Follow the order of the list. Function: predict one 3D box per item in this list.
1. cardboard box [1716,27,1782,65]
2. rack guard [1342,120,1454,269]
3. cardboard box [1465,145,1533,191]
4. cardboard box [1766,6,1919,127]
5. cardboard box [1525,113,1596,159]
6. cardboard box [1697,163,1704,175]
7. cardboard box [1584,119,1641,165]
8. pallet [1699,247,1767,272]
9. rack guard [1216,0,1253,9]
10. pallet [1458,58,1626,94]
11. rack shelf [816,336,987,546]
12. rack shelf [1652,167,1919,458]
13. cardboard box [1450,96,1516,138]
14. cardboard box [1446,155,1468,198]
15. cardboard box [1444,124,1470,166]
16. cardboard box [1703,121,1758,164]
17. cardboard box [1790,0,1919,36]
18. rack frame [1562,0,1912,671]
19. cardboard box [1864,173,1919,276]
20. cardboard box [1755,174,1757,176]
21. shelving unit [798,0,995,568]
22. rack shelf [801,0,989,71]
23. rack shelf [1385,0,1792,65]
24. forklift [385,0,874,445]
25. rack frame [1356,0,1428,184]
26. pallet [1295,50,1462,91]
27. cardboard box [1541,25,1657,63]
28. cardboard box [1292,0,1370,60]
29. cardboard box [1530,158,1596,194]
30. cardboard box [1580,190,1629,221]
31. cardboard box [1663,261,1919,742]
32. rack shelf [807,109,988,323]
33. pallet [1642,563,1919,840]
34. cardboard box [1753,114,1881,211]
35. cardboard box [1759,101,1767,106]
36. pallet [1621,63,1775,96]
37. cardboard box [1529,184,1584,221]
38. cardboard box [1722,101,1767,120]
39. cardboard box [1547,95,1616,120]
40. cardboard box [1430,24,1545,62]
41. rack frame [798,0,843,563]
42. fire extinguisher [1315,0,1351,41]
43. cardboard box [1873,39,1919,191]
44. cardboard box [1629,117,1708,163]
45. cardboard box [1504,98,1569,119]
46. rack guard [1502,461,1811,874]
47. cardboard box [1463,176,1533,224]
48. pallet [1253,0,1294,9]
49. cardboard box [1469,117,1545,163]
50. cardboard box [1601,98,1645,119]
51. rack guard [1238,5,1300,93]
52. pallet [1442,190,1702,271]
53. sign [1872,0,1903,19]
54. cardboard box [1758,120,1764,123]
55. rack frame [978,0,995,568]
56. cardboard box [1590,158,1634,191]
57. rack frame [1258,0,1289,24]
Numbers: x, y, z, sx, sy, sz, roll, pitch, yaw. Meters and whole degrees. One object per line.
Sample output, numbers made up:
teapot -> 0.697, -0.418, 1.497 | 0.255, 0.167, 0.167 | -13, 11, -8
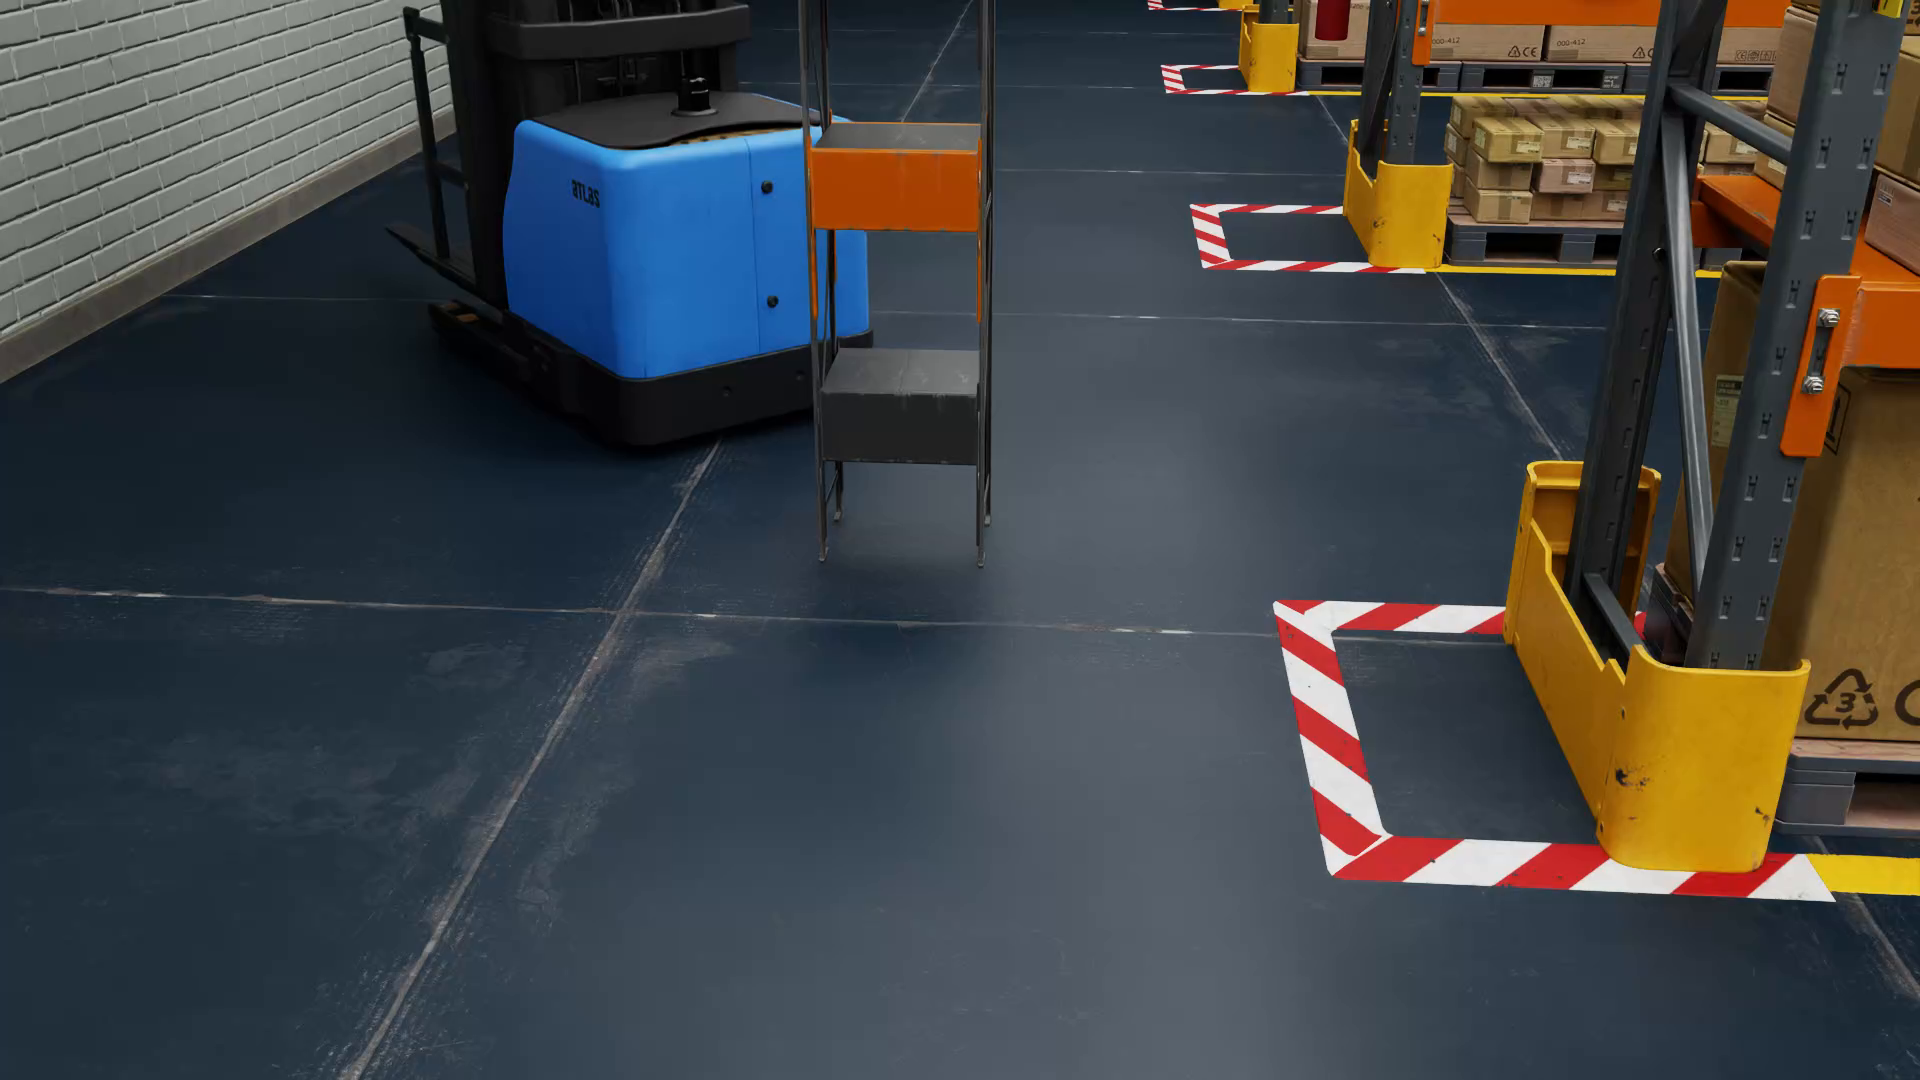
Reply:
cardboard box -> 5.809, -3.969, 12.851 | 0.875, 0.438, 0.875 | 1, 25, 3
rack guard -> 2.236, -1.801, 8.567 | 0.348, 0.500, 1.175 | 2, 25, 4
cardboard box -> 2.663, -1.847, 8.227 | 0.250, 0.149, 0.380 | 3, 25, 6
cardboard box -> 2.184, -1.038, 3.740 | 0.500, 0.250, 0.500 | 1, 25, 3
cardboard box -> 2.941, -1.988, 8.179 | 0.250, 0.149, 0.380 | 2, 25, 5
cardboard box -> 3.431, -1.790, 8.104 | 0.250, 0.149, 0.380 | 3, 25, 6
cardboard box -> 3.183, -1.927, 8.046 | 0.250, 0.149, 0.380 | 2, 25, 4
pallet -> 4.257, -1.589, 8.452 | 1.213, 0.211, 1.003 | 2, 25, 4
rack guard -> 2.891, -5.937, 17.554 | 0.348, 0.500, 1.175 | 2, 25, 4
pallet -> 4.455, -3.706, 13.051 | 1.213, 0.211, 1.003 | 2, 25, 4
rack shelf -> -0.165, -0.311, 5.121 | 0.480, 0.518, 0.431 | 2, 25, 4
rack shelf -> 3.674, -0.485, 3.575 | 4.000, 0.370, 1.077 | 2, 25, 4
cardboard box -> 2.708, -2.194, 8.626 | 0.250, 0.149, 0.380 | 2, 25, 5
cardboard box -> 2.702, -1.905, 8.710 | 0.250, 0.149, 0.380 | 2, 25, 5
cardboard box -> 2.709, -2.072, 8.718 | 0.250, 0.149, 0.380 | 1, 25, 3
cardboard box -> 3.712, -1.941, 8.076 | 0.250, 0.149, 0.380 | 3, 25, 6
cardboard box -> 2.186, -1.377, 3.581 | 0.500, 0.500, 0.500 | 2, 25, 5
rack frame -> 1.680, -0.875, 3.564 | 0.127, 3.000, 1.000 | 2, 25, 4
cardboard box -> 2.009, -0.612, 3.293 | 0.250, 0.149, 0.380 | 2, 25, 5
cardboard box -> 3.976, -1.830, 8.190 | 0.250, 0.149, 0.380 | 3, 25, 7
shelving unit -> -0.165, -0.959, 4.823 | 0.503, 2.100, 0.431 | 2, 25, 4
rack shelf -> -0.165, -1.583, 4.536 | 0.480, 0.518, 0.431 | 2, 25, 4
rack shelf -> 4.155, -2.549, 8.061 | 4.000, 0.370, 1.077 | 2, 25, 4
forklift -> -1.601, -2.217, 6.562 | 1.130, 2.935, 3.031 | -17, 30, -33
rack frame -> 2.161, -2.939, 8.050 | 0.127, 3.000, 1.000 | 2, 25, 4
pallet -> 3.242, -3.746, 13.139 | 1.213, 0.211, 1.003 | 2, 25, 4
cardboard box -> 4.917, -3.998, 12.913 | 0.875, 0.438, 0.875 | 1, 25, 2
cardboard box -> 3.105, -4.053, 13.033 | 0.875, 0.438, 0.875 | 1, 25, 2
cardboard box -> 2.932, -1.814, 8.157 | 0.250, 0.149, 0.380 | 2, 25, 4
cardboard box -> 3.174, -1.706, 8.276 | 0.250, 0.149, 0.380 | 2, 25, 5
cardboard box -> 2.325, -0.114, 3.949 | 0.875, 0.875, 0.875 | 2, 25, 4
rack shelf -> -0.165, -0.947, 4.828 | 0.480, 0.518, 0.431 | 2, 25, 4
pallet -> 2.483, 0.384, 4.162 | 1.213, 0.211, 1.003 | 2, 25, 4
cardboard box -> 2.061, -0.887, 3.890 | 0.250, 0.149, 0.380 | 2, 25, 5
cardboard box -> 4.265, -2.135, 8.499 | 0.250, 0.149, 0.380 | 2, 25, 4
pallet -> 5.675, -3.668, 12.969 | 1.213, 0.211, 1.003 | 2, 25, 4
cardboard box -> 2.926, -1.711, 8.288 | 0.250, 0.149, 0.380 | 2, 25, 4
cardboard box -> 4.002, -2.132, 8.491 | 0.250, 0.149, 0.380 | 1, 25, 2
cardboard box -> 3.222, -2.207, 8.654 | 0.250, 0.149, 0.380 | 1, 25, 3
cardboard box -> 4.018, -4.027, 12.977 | 0.875, 0.438, 0.875 | 2, 25, 5
rack frame -> -0.408, -0.967, 4.840 | 0.015, 2.100, 0.400 | 2, 25, 4
fire extinguisher -> 1.945, -2.935, 8.579 | 0.183, 0.674, 0.296 | 2, 25, 4
cardboard box -> 2.138, -0.815, 3.255 | 0.500, 0.250, 0.500 | 1, 25, 3
cardboard box -> 3.436, -1.953, 8.103 | 0.250, 0.149, 0.380 | 1, 25, 1
cardboard box -> 2.954, -2.162, 8.557 | 0.250, 0.149, 0.380 | 2, 25, 5
rack guard -> 1.656, 0.259, 4.088 | 0.348, 0.500, 1.175 | 2, 25, 4
cardboard box -> 2.659, -1.685, 8.232 | 0.250, 0.149, 0.380 | 2, 25, 5
pallet -> 3.686, -5.780, 17.560 | 1.213, 0.211, 1.003 | 2, 25, 4
cardboard box -> 2.657, -1.947, 8.089 | 0.250, 0.149, 0.380 | 1, 25, 2
cardboard box -> 3.475, -2.172, 8.578 | 0.250, 0.149, 0.380 | 1, 25, 2
rack guard -> 2.415, -3.871, 13.065 | 0.348, 0.500, 1.175 | 2, 25, 4
pallet -> 3.044, -1.630, 8.539 | 1.213, 0.211, 1.003 | 2, 25, 4
sign -> 1.632, -1.074, 2.864 | 0.005, 0.325, 0.100 | 2, 25, 4
cardboard box -> 3.971, -1.913, 8.016 | 0.250, 0.149, 0.380 | 2, 25, 5
rack frame -> 0.078, -0.951, 4.806 | 0.015, 2.100, 0.400 | 2, 25, 4
cardboard box -> 3.183, -1.843, 8.220 | 0.250, 0.149, 0.380 | 2, 25, 5
rack frame -> 2.439, -5.006, 12.540 | 0.127, 3.000, 1.000 | 2, 25, 4
